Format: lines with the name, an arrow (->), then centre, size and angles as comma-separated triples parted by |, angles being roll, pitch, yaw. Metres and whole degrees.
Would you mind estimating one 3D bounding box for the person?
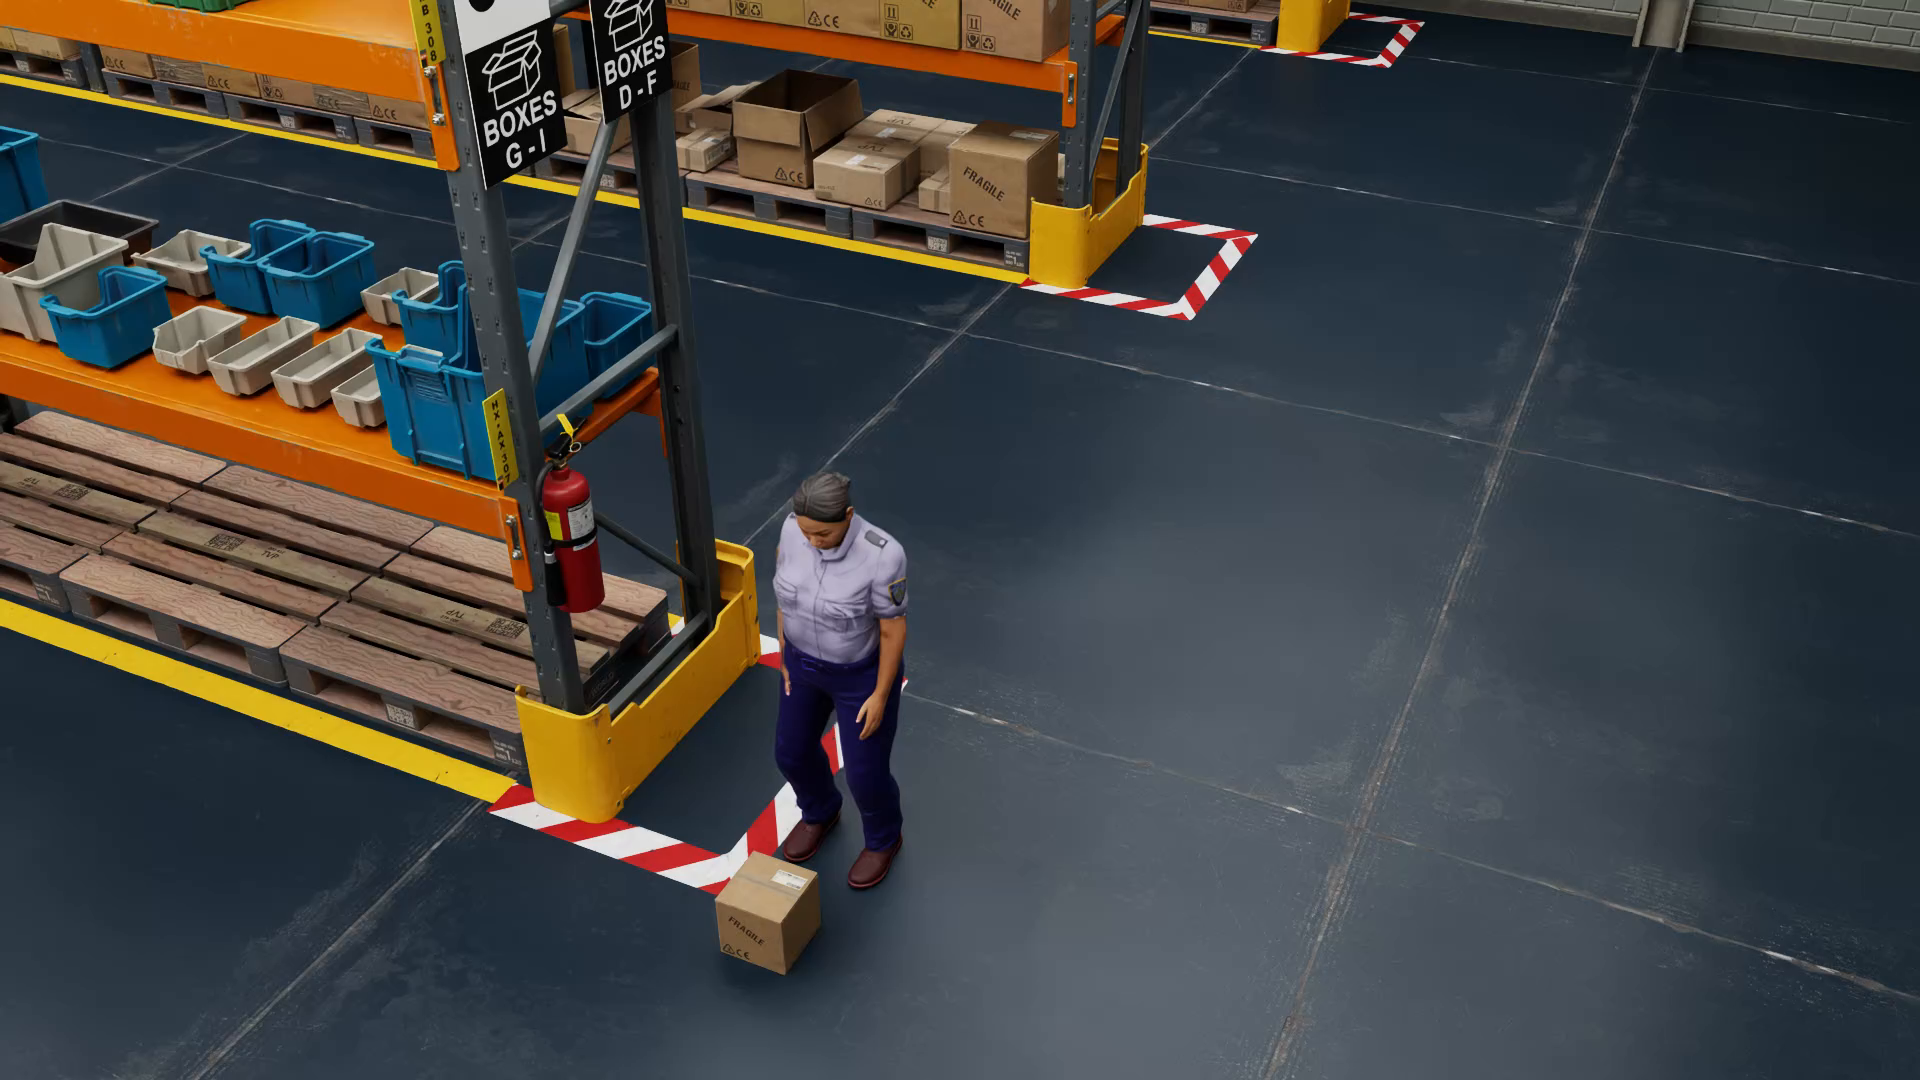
person -> -0.383, 0.446, 5.526 | 0.489, 1.621, 0.372 | 18, 38, 24
